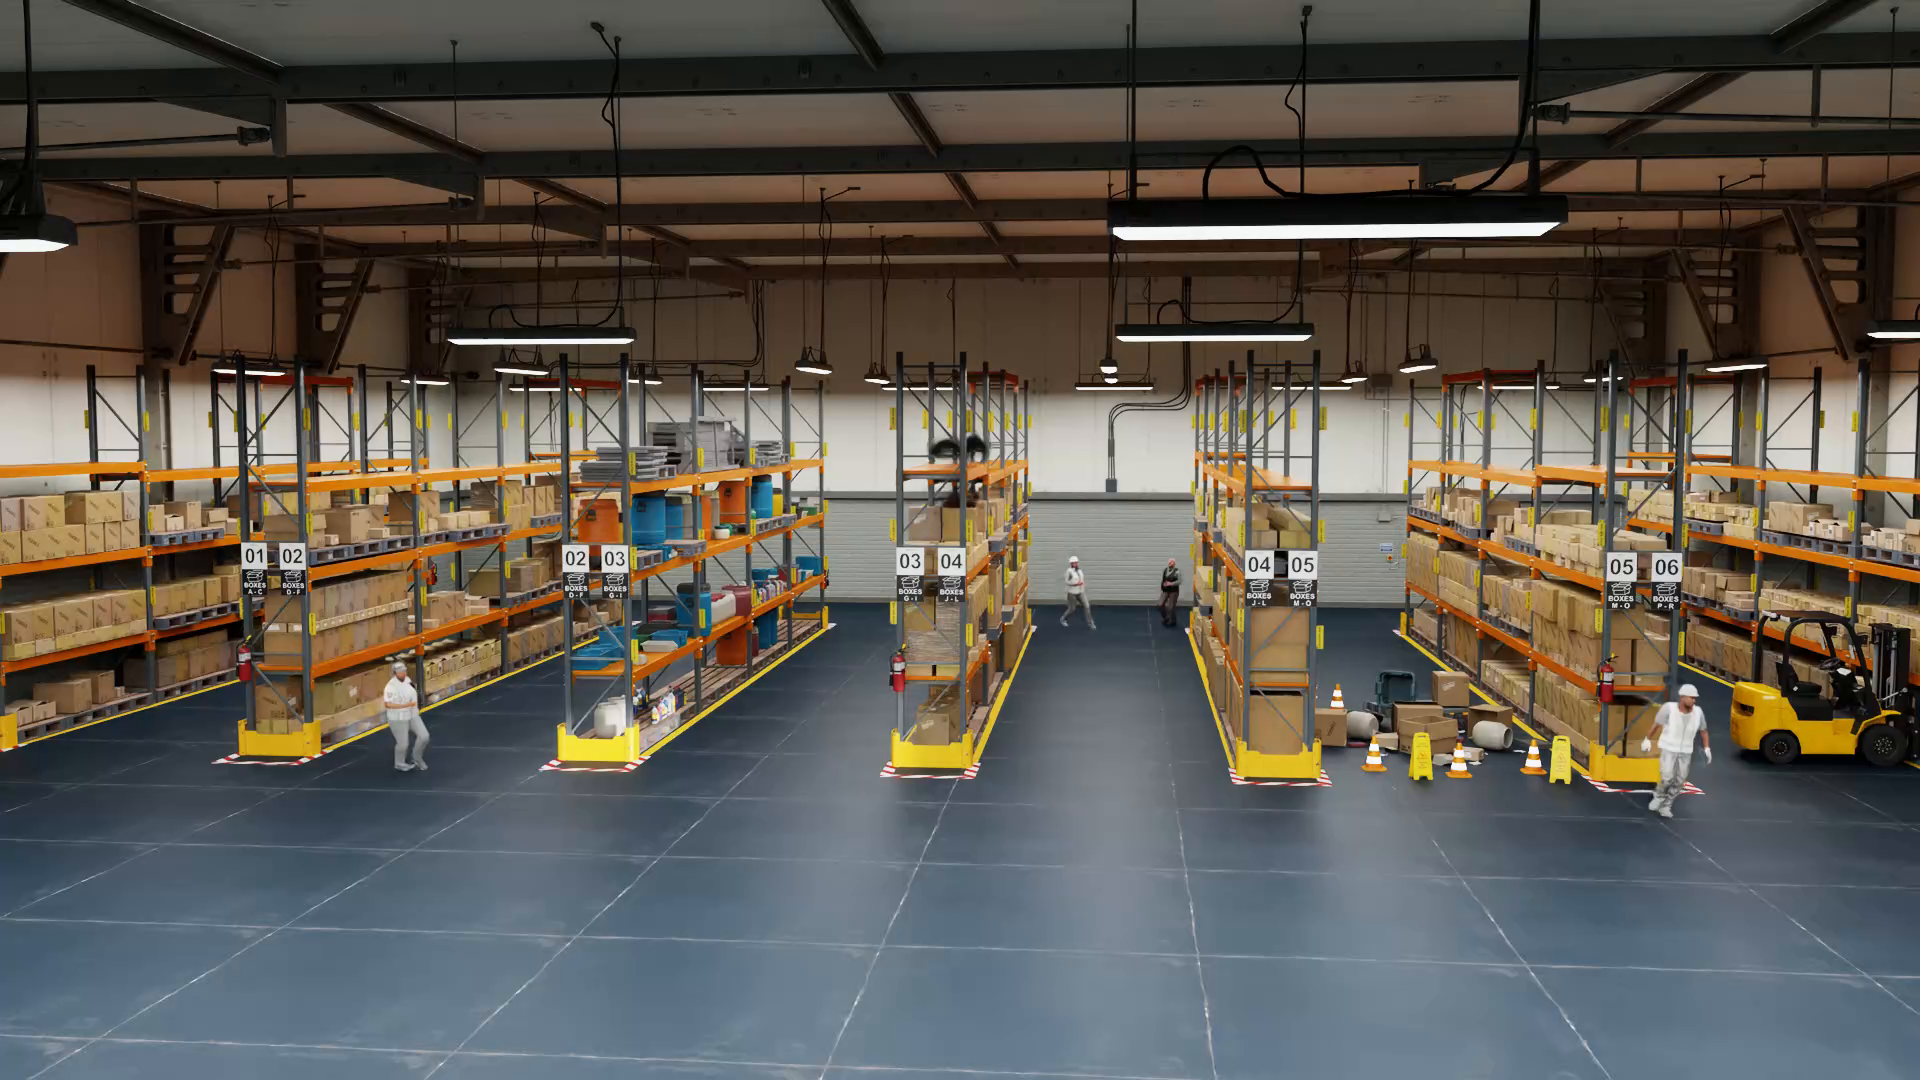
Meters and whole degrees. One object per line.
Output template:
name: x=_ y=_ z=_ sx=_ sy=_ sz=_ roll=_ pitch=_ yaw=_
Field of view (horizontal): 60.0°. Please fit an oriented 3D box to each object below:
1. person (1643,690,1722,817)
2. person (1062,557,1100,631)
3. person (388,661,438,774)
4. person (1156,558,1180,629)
person: x=9.055 y=2.682 z=20.739 sx=0.708 sy=1.670 sz=0.878 roll=0 pitch=4 yaw=-5
person: x=2.836 y=1.294 z=39.957 sx=0.678 sy=1.756 sz=0.949 roll=-3 pitch=5 yaw=-38
person: x=-7.850 y=2.529 z=23.561 sx=0.656 sy=1.681 sz=0.706 roll=3 pitch=5 yaw=33
person: x=5.093 y=1.313 z=40.373 sx=0.653 sy=1.785 sz=0.718 roll=3 pitch=5 yaw=37
